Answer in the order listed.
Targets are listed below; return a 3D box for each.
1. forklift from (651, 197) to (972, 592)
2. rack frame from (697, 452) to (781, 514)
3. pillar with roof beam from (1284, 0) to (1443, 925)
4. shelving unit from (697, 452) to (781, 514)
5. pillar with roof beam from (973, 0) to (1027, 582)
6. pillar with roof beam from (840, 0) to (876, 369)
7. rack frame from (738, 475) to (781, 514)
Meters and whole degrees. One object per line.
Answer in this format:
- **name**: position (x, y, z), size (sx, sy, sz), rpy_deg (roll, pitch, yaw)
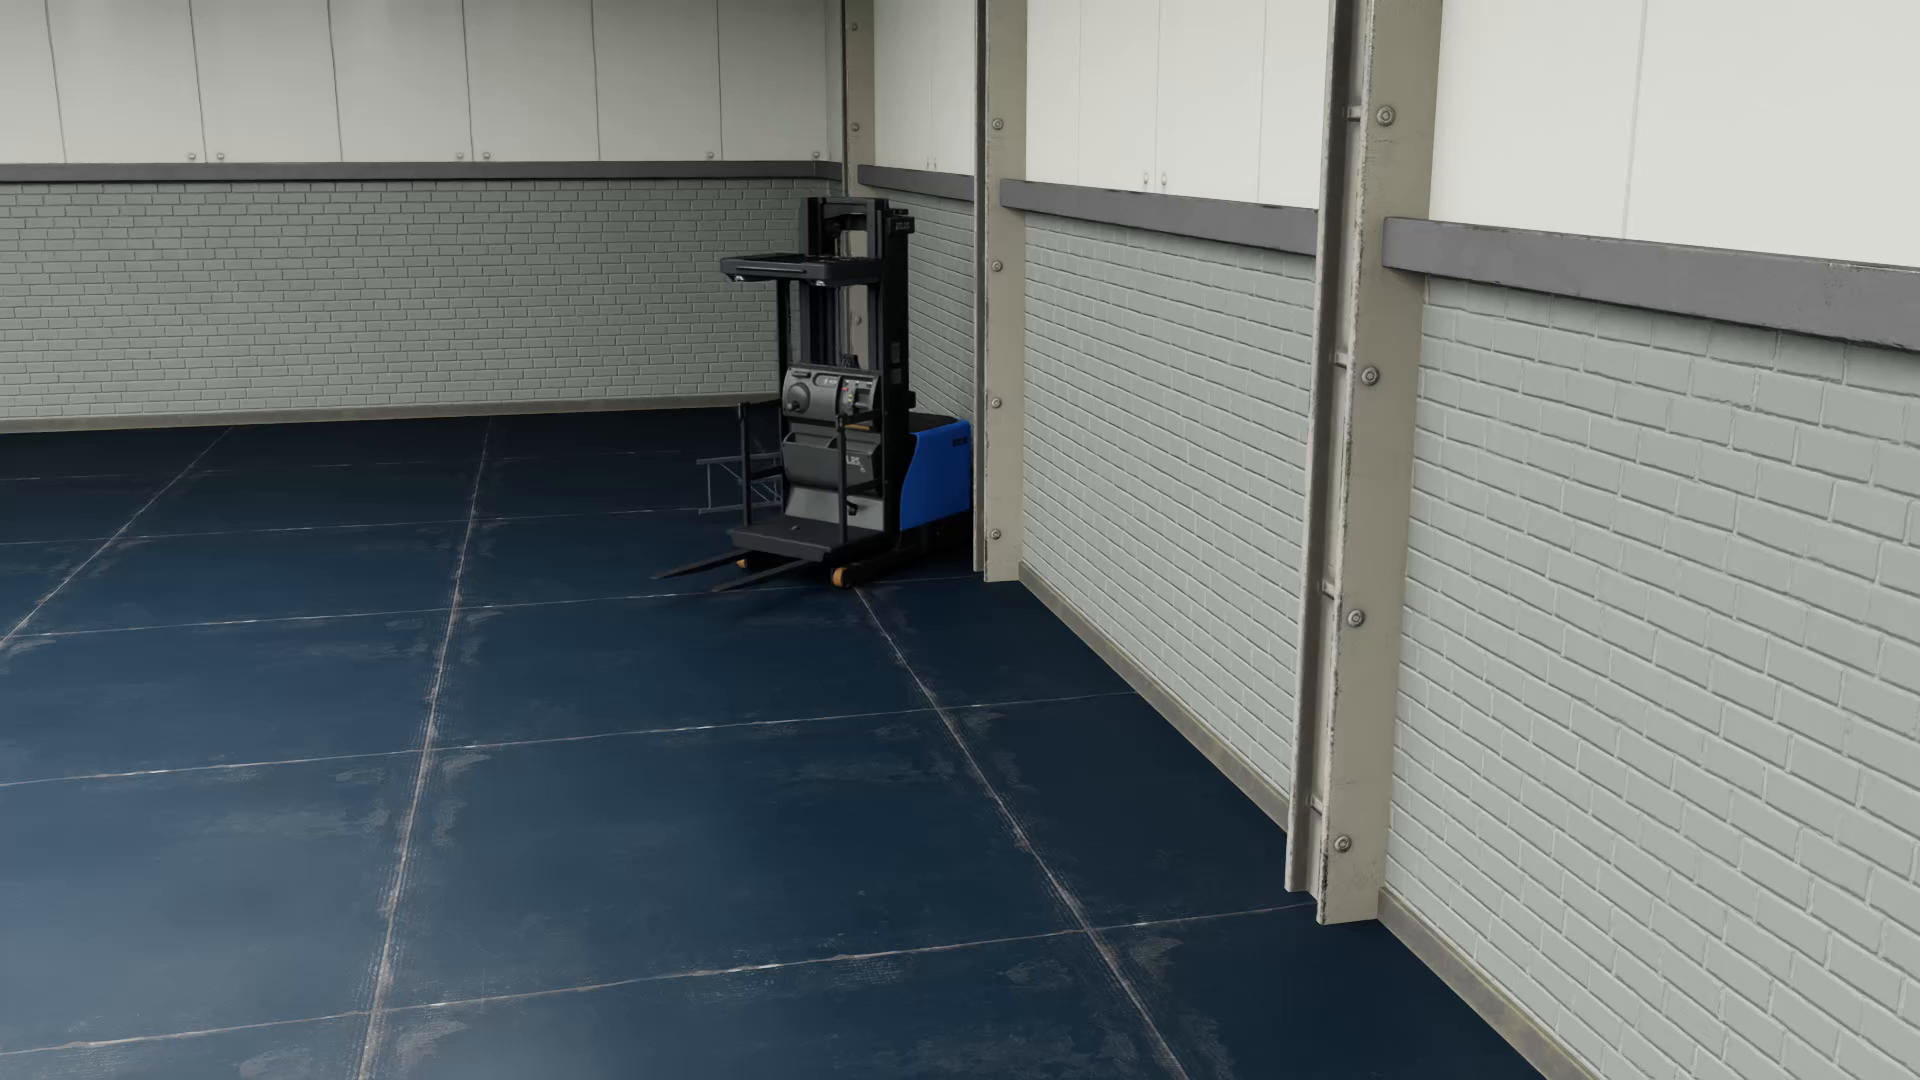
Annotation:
- **forklift**: position (-1.153, -1.177, 13.070), size (1.130, 2.935, 3.031), rpy_deg (9, 17, 34)
- **rack frame**: position (-1.716, -0.565, 15.450), size (1.500, 0.500, 0.032), rpy_deg (-7, 16, -28)
- **pillar with roof beam**: position (-2.472, -2.471, 5.579), size (9.100, 9.000, 0.400), rpy_deg (-3, 14, -13)
- **shelving unit**: position (-1.469, -0.457, 15.008), size (1.500, 0.587, 1.083), rpy_deg (-7, 16, -28)
- **pillar with roof beam**: position (-3.881, -3.855, 11.245), size (9.100, 9.000, 0.400), rpy_deg (-3, 14, -13)
- **pillar with roof beam**: position (-5.291, -5.239, 16.910), size (9.100, 9.000, 0.400), rpy_deg (-3, 14, -13)
- **rack frame**: position (-1.231, -0.353, 14.582), size (1.500, 0.500, 0.032), rpy_deg (-7, 16, -28)
